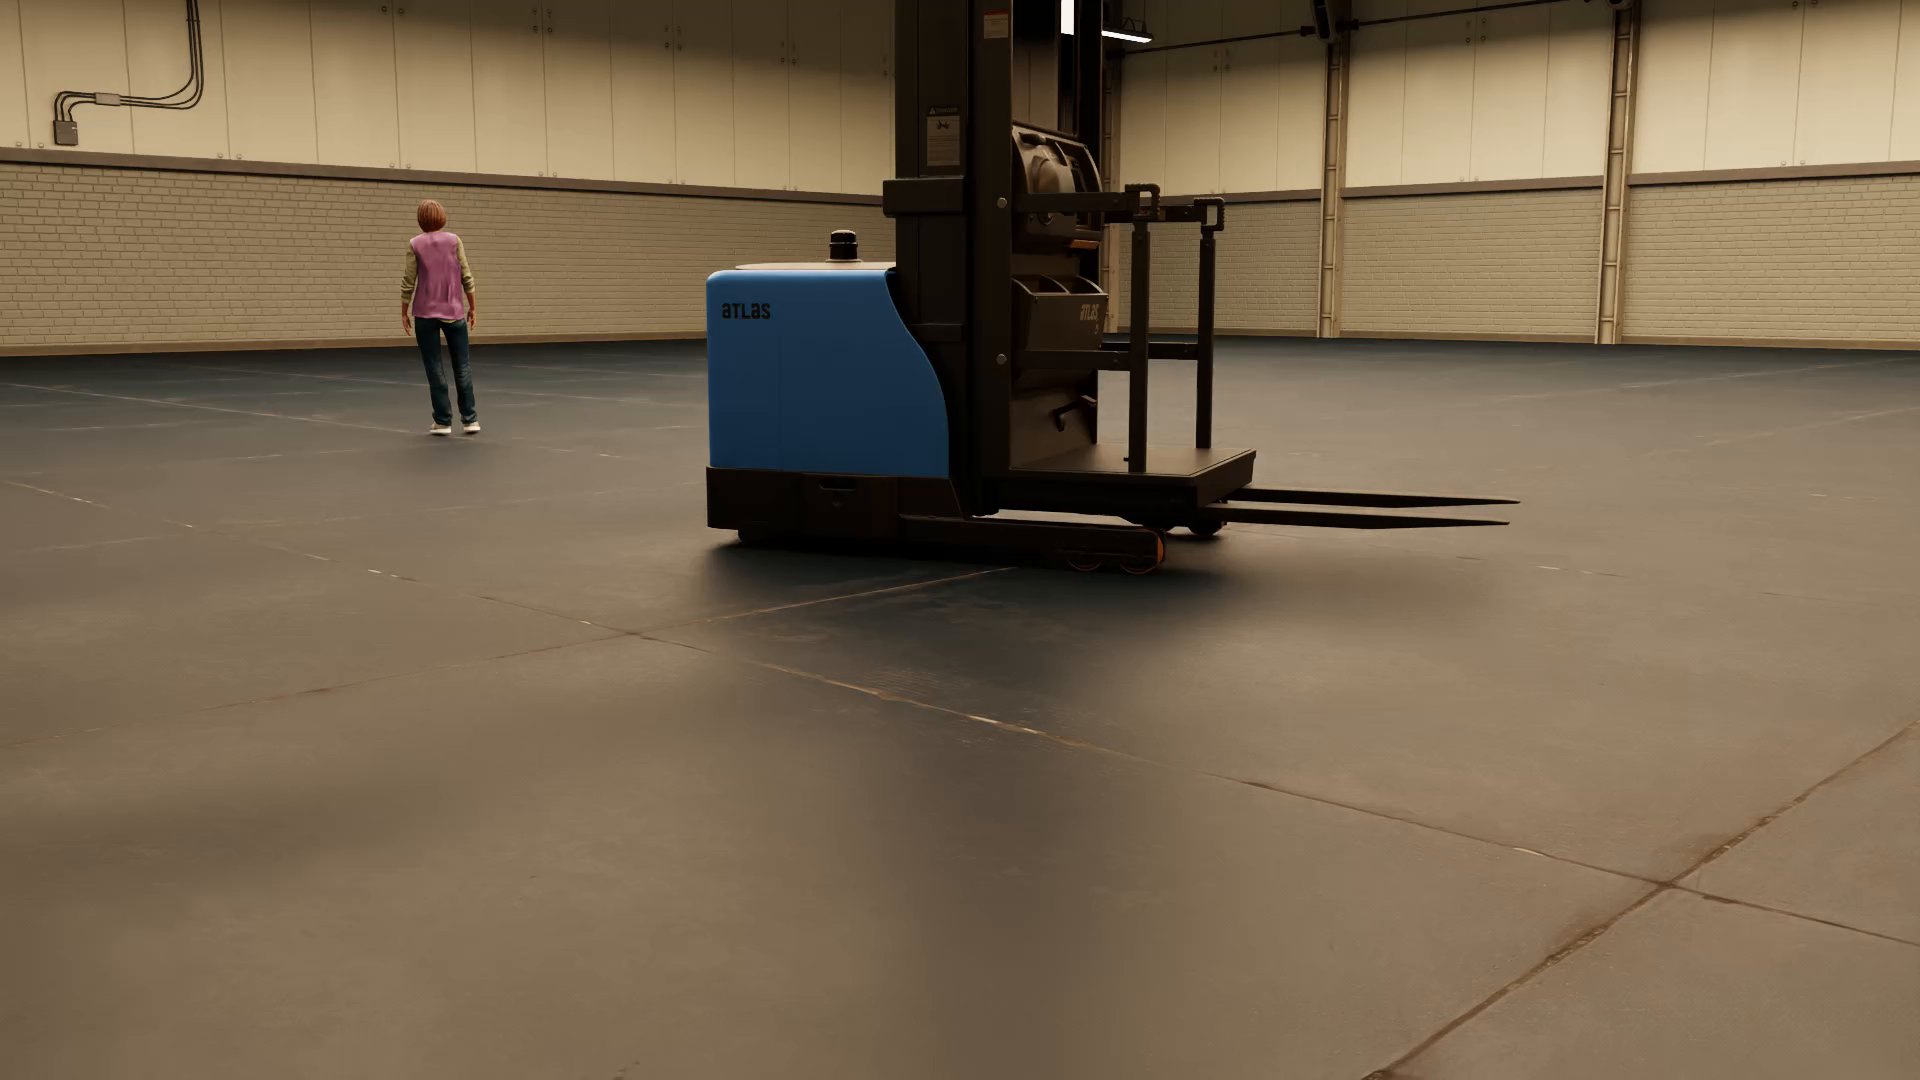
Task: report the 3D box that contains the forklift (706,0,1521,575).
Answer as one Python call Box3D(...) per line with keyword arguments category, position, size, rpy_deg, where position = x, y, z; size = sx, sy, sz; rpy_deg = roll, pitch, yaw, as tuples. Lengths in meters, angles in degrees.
Box3D(category="forklift", position=(0.565, -1.416, 6.275), size=(3.031, 2.935, 1.130), rpy_deg=(3, 9, 22))

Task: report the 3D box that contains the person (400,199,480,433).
Box3D(category="person", position=(-3.589, -1.530, 11.465), size=(0.520, 1.597, 0.475), rpy_deg=(-4, 9, -24))
